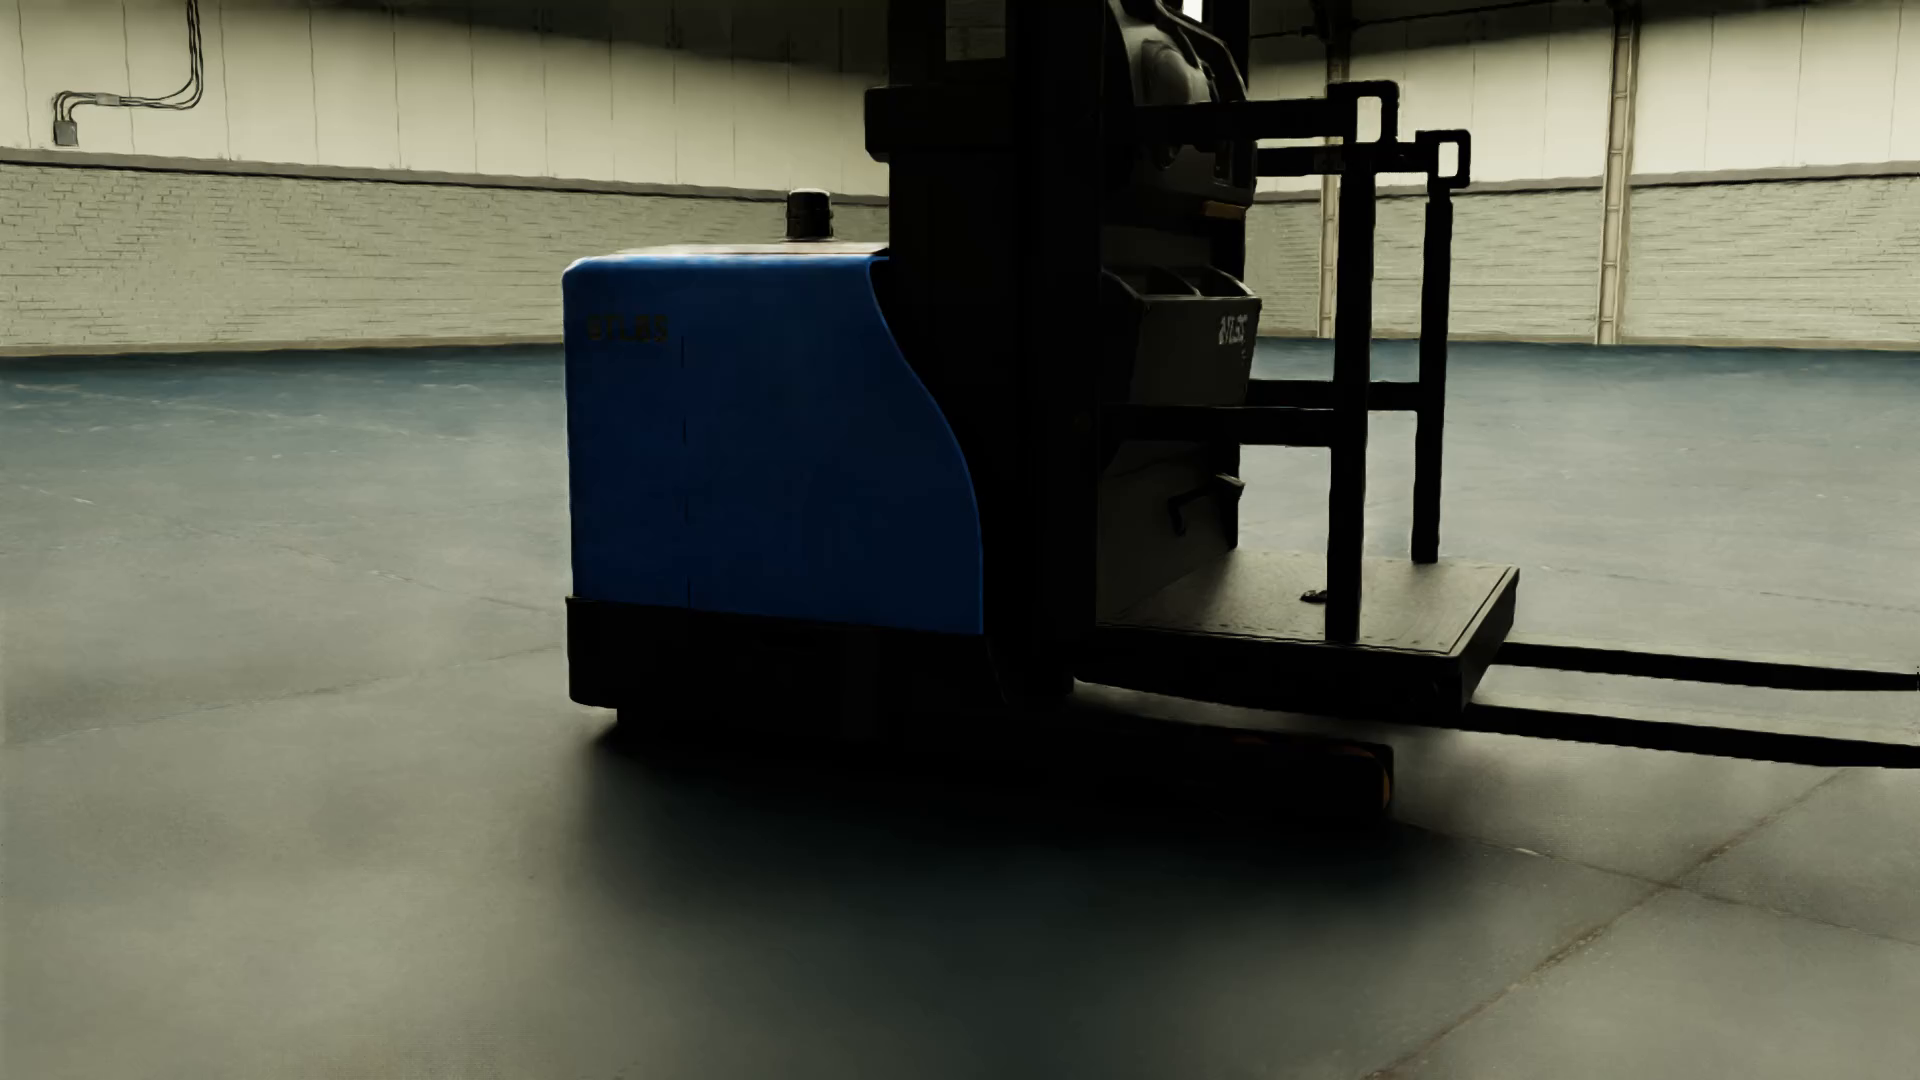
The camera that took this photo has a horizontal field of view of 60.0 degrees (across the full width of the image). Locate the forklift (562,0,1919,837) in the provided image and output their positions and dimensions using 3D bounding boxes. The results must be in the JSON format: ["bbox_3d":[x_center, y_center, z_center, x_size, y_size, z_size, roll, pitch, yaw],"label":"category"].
[{"bbox_3d":[0.663,-0.991,3.452,3.031,2.935,1.130,4,9,24],"label":"forklift"}]
